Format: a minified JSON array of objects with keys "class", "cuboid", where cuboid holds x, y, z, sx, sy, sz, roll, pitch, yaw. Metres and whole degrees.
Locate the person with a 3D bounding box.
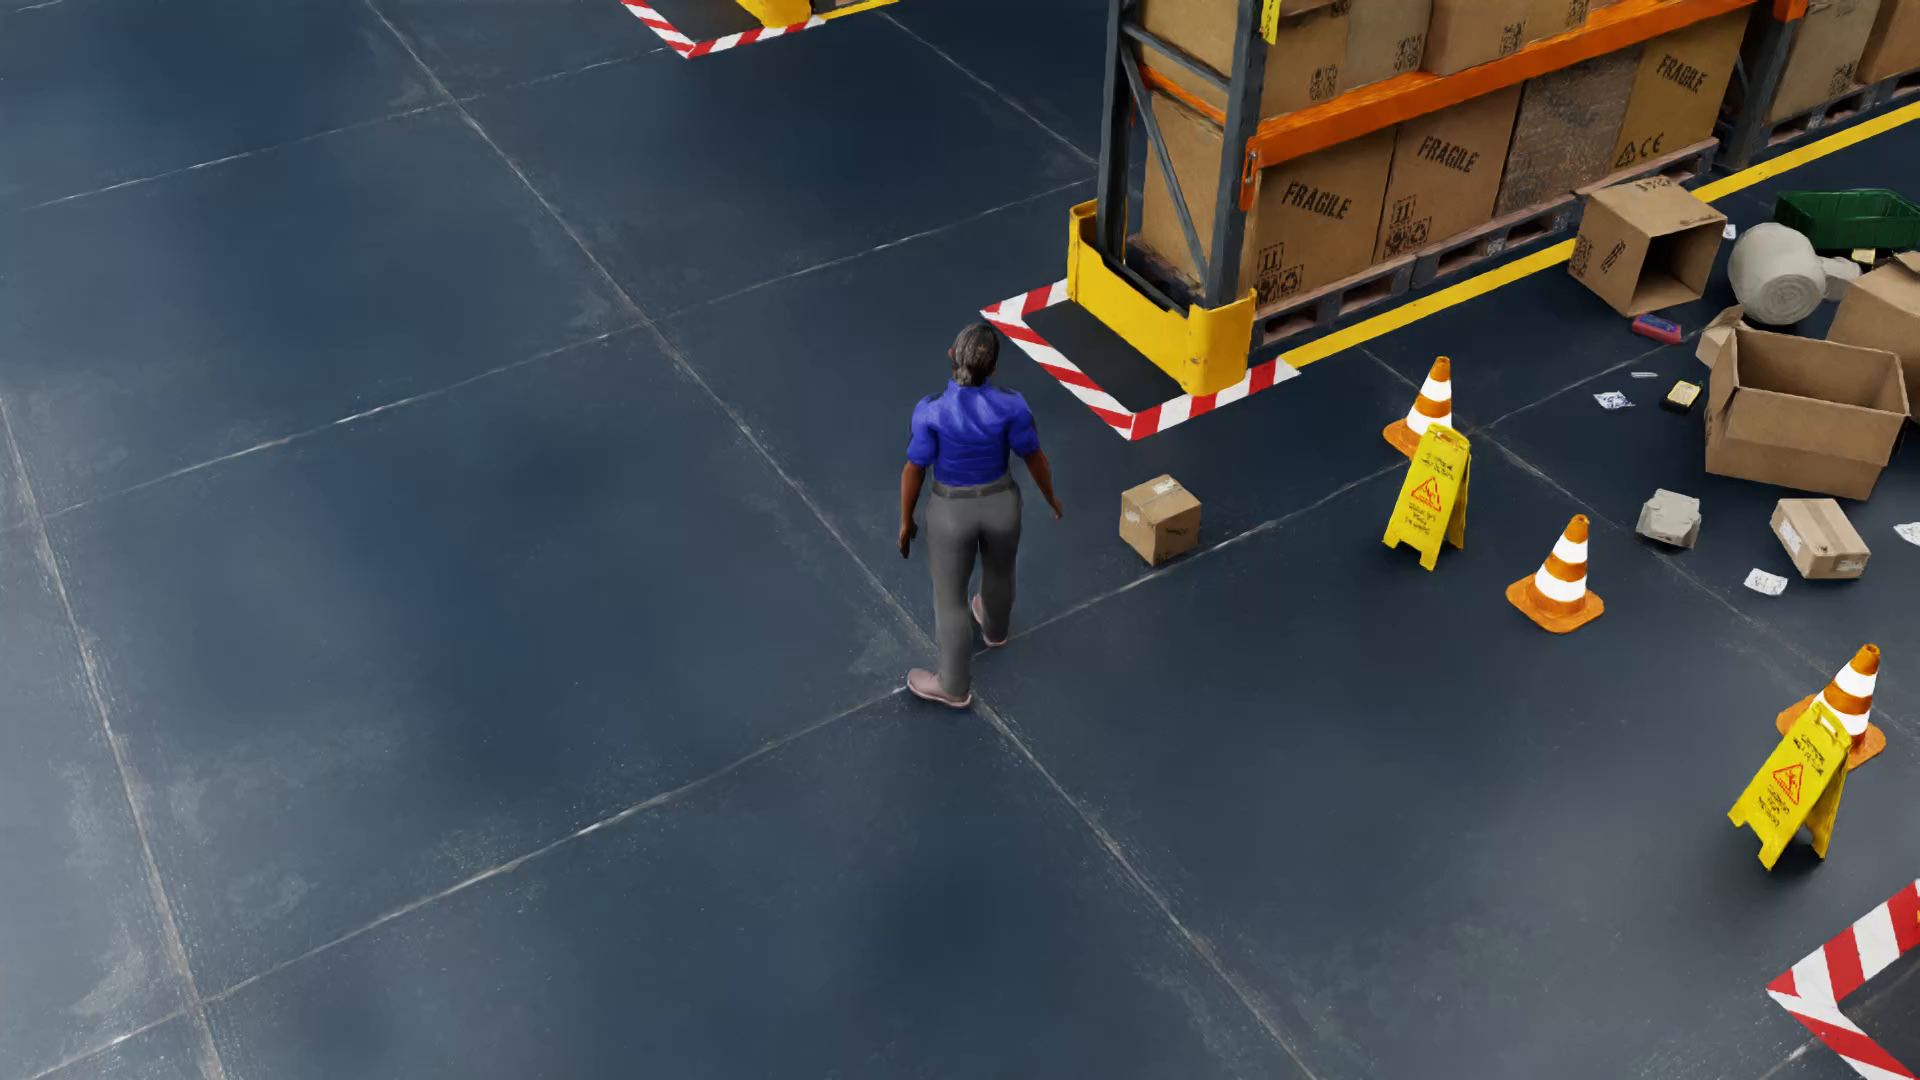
[{"class":"person","cuboid":[0.014,-0.066,6.363,0.519,1.450,0.595,-9,42,-10]}]
